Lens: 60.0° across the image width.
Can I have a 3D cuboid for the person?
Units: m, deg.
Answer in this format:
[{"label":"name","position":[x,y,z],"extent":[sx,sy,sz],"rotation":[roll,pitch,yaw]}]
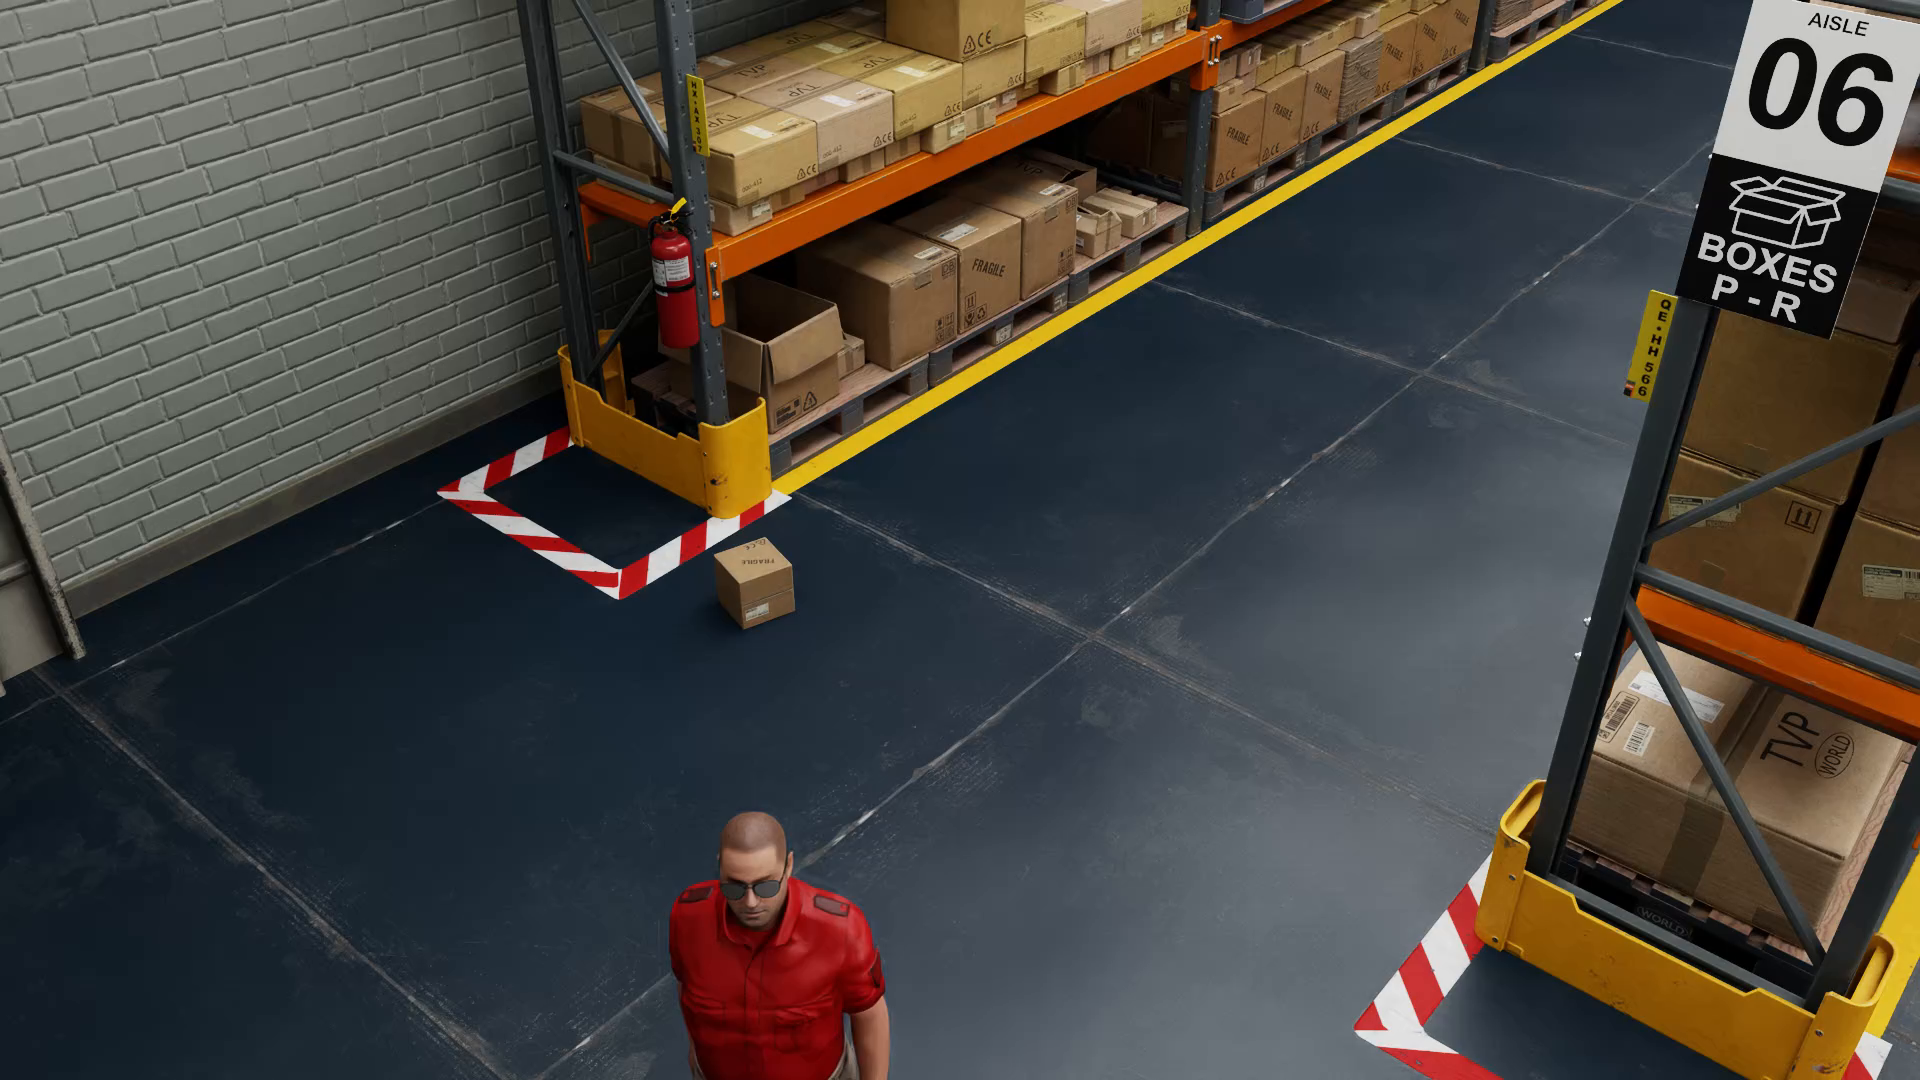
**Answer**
[{"label":"person","position":[-0.446,1.357,4.200],"extent":[0.553,1.679,0.996],"rotation":[2,35,3]}]
